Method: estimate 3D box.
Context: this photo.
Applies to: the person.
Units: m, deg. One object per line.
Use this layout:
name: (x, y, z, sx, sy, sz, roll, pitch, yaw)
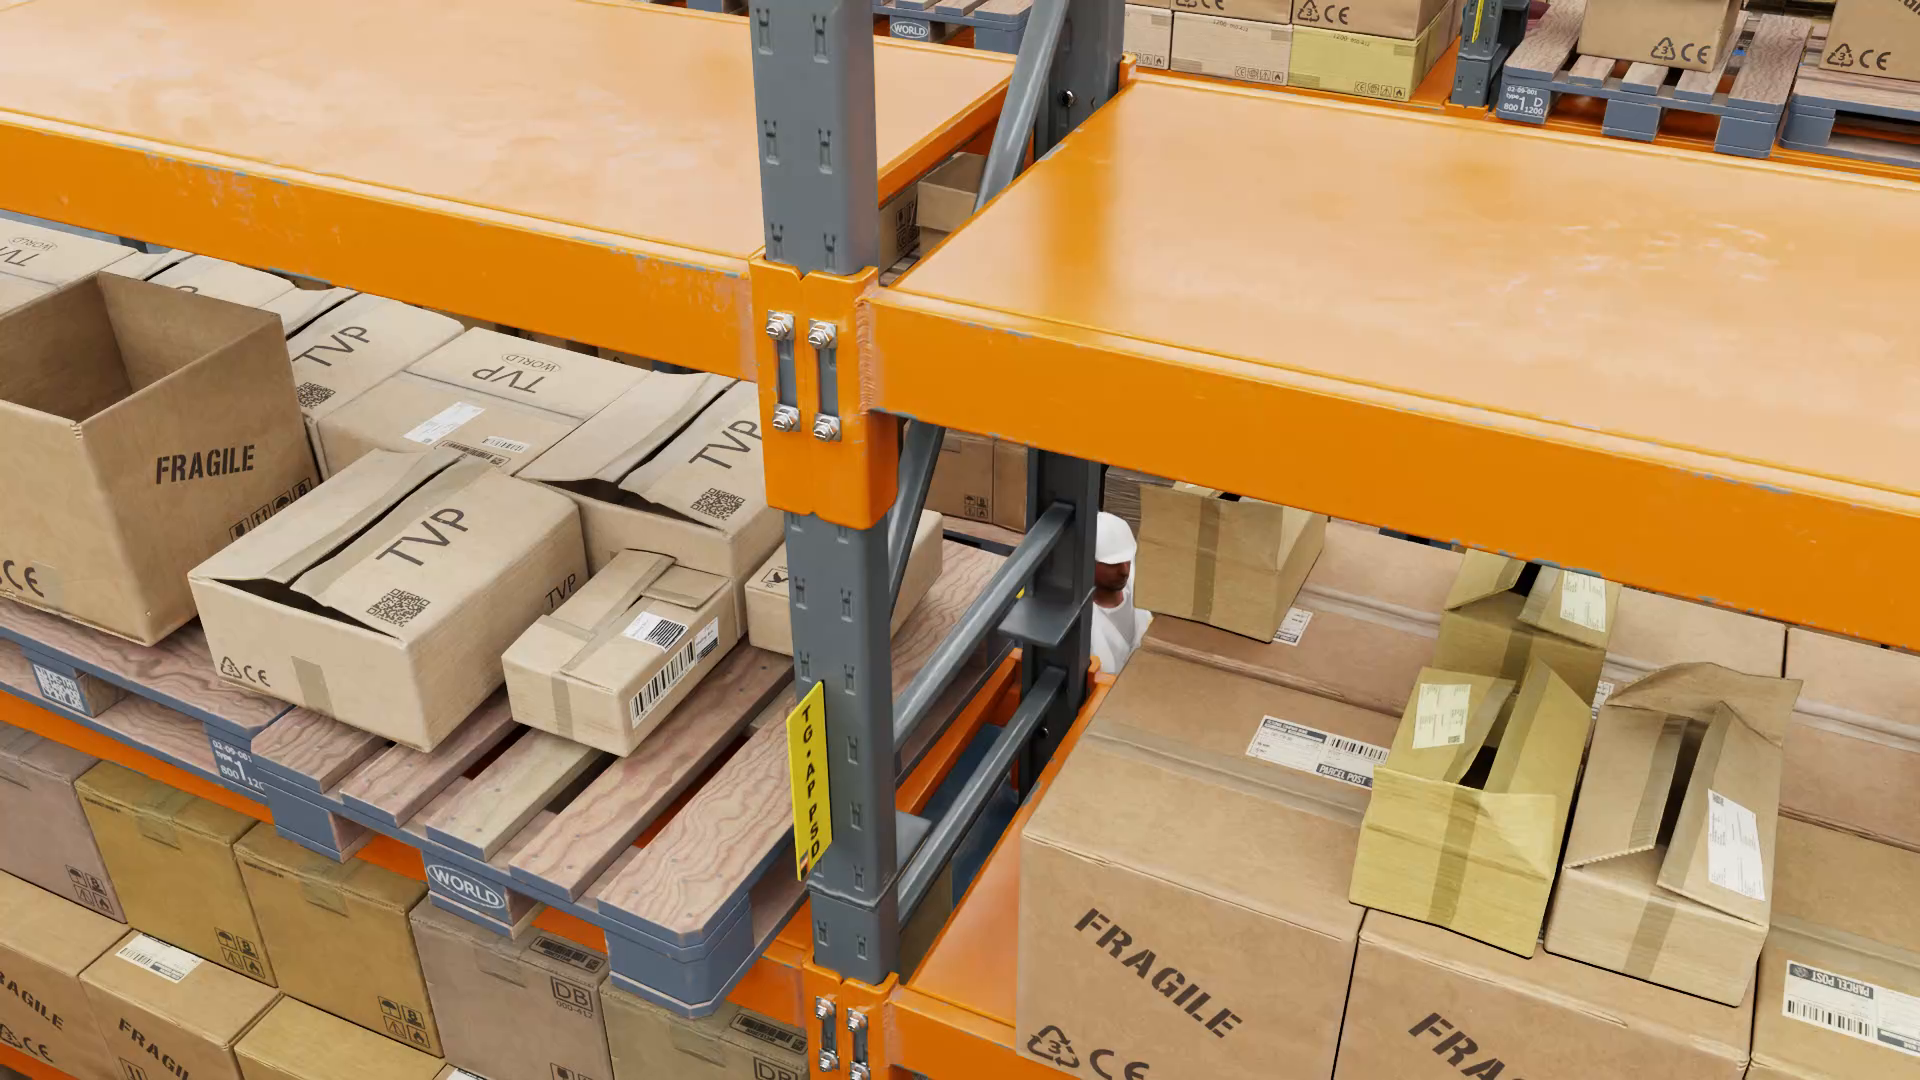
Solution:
person: (0.499, 0.619, 6.514, 0.890, 1.754, 0.582, 25, 41, 32)
